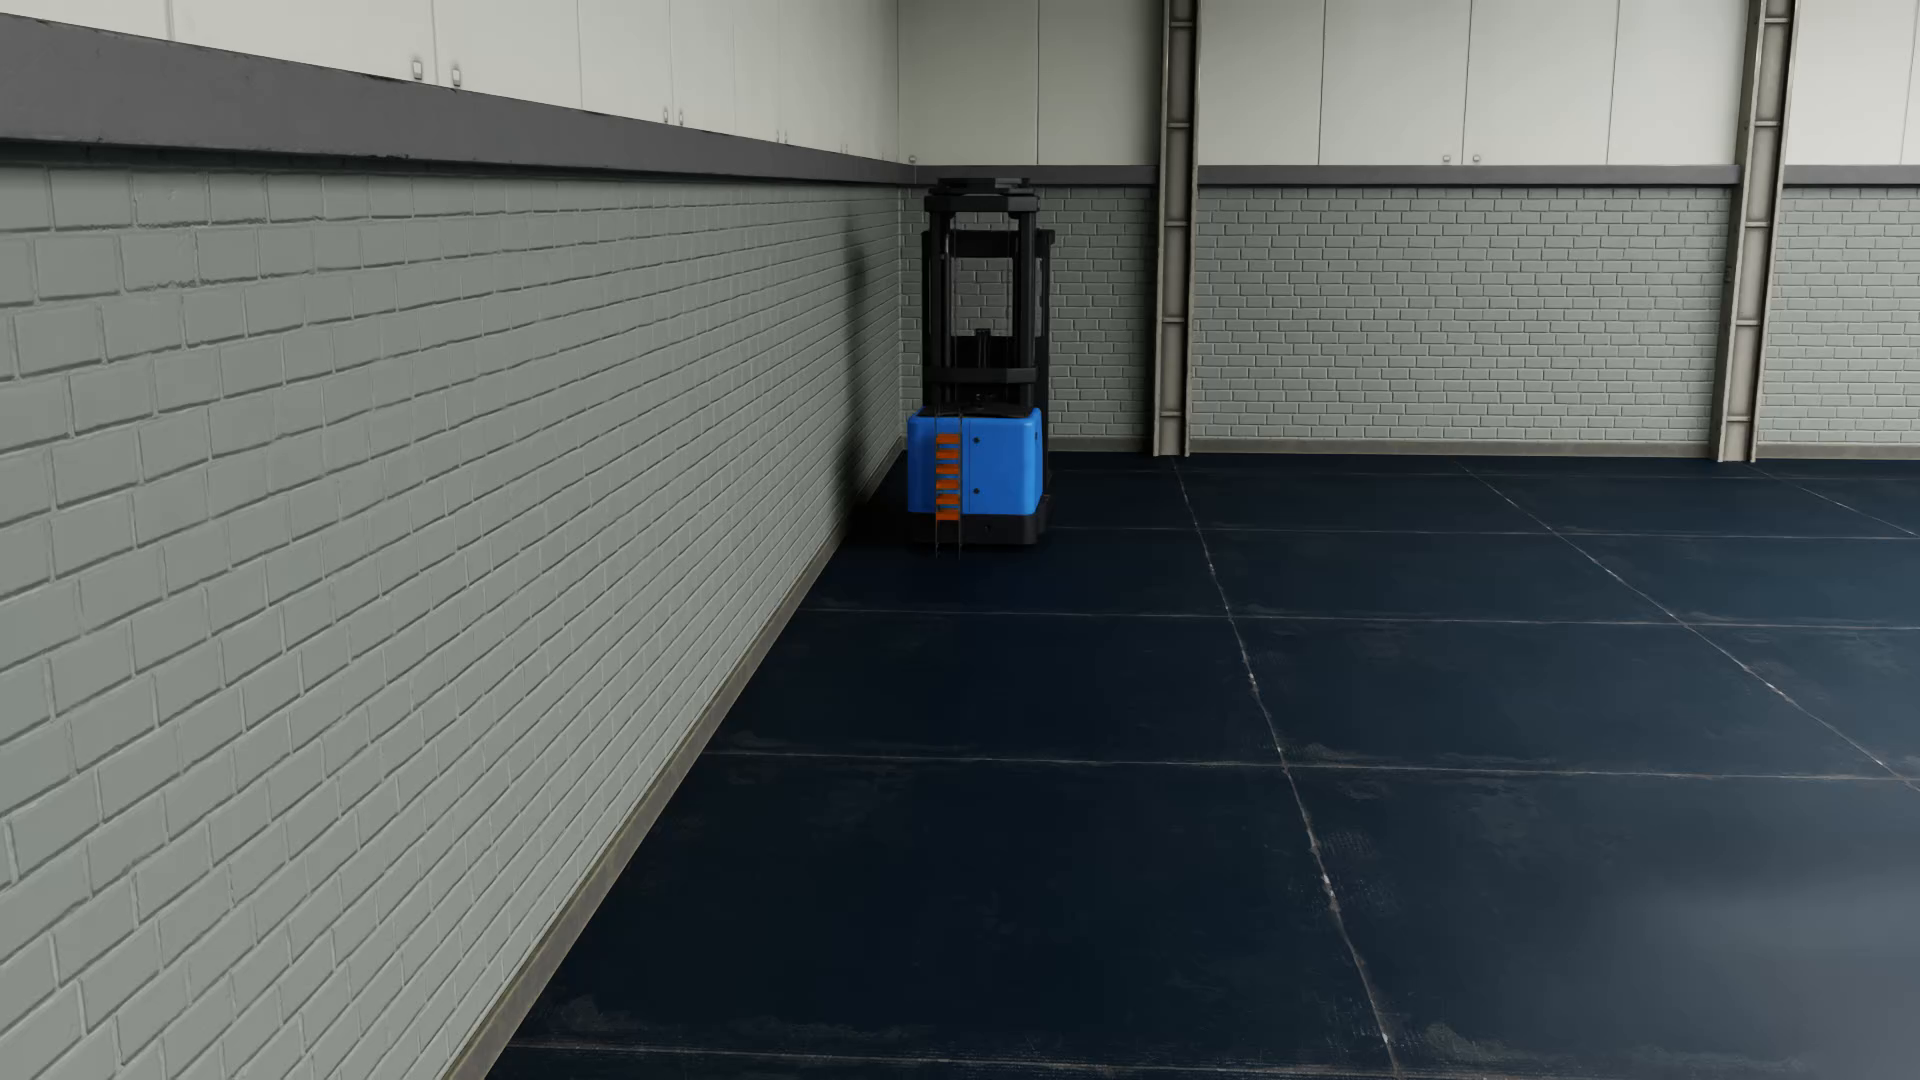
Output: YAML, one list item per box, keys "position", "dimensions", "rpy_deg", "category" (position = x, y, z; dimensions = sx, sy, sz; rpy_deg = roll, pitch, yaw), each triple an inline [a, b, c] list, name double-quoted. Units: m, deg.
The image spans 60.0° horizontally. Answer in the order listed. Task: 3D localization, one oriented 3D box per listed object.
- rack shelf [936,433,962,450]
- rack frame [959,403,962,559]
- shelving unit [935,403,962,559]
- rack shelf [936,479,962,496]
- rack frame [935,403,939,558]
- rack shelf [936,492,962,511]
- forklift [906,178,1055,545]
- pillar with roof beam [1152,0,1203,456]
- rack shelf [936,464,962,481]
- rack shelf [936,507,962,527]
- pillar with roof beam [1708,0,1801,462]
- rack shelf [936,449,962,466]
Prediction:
- position: [-0.087, -0.770, 12.975]
  dimensions: [0.180, 0.103, 0.258]
  rpy_deg: [1, 12, 5]
  category: "rack shelf"
- position: [0.004, -0.459, 13.032]
  dimensions: [0.006, 1.200, 0.240]
  rpy_deg: [1, 12, 5]
  category: "rack frame"
- position: [-0.087, -0.461, 13.040]
  dimensions: [0.189, 1.200, 0.258]
  rpy_deg: [1, 12, 5]
  category: "shelving unit"
- position: [-0.087, -0.417, 13.049]
  dimensions: [0.180, 0.103, 0.258]
  rpy_deg: [1, 12, 5]
  category: "rack shelf"
- position: [-0.179, -0.462, 13.048]
  dimensions: [0.006, 1.200, 0.240]
  rpy_deg: [1, 12, 5]
  category: "rack frame"
- position: [-0.087, -0.300, 13.074]
  dimensions: [0.180, 0.103, 0.258]
  rpy_deg: [1, 12, 5]
  category: "rack shelf"
- position: [0.248, -1.642, 14.459]
  dimensions: [1.130, 2.935, 3.031]
  rpy_deg: [1, 12, 6]
  category: "forklift"
- position: [2.026, -4.472, 13.169]
  dimensions: [0.400, 9.000, 9.100]
  rpy_deg: [1, 12, 4]
  category: "pillar with roof beam"
- position: [-0.087, -0.535, 13.025]
  dimensions: [0.180, 0.103, 0.258]
  rpy_deg: [1, 12, 5]
  category: "rack shelf"
- position: [-0.087, -0.182, 13.098]
  dimensions: [0.180, 0.103, 0.258]
  rpy_deg: [1, 12, 5]
  category: "rack shelf"
- position: [8.013, -4.390, 12.776]
  dimensions: [0.400, 9.000, 9.100]
  rpy_deg: [1, 12, 4]
  category: "pillar with roof beam"
- position: [-0.087, -0.652, 13.000]
  dimensions: [0.180, 0.103, 0.258]
  rpy_deg: [1, 12, 5]
  category: "rack shelf"
